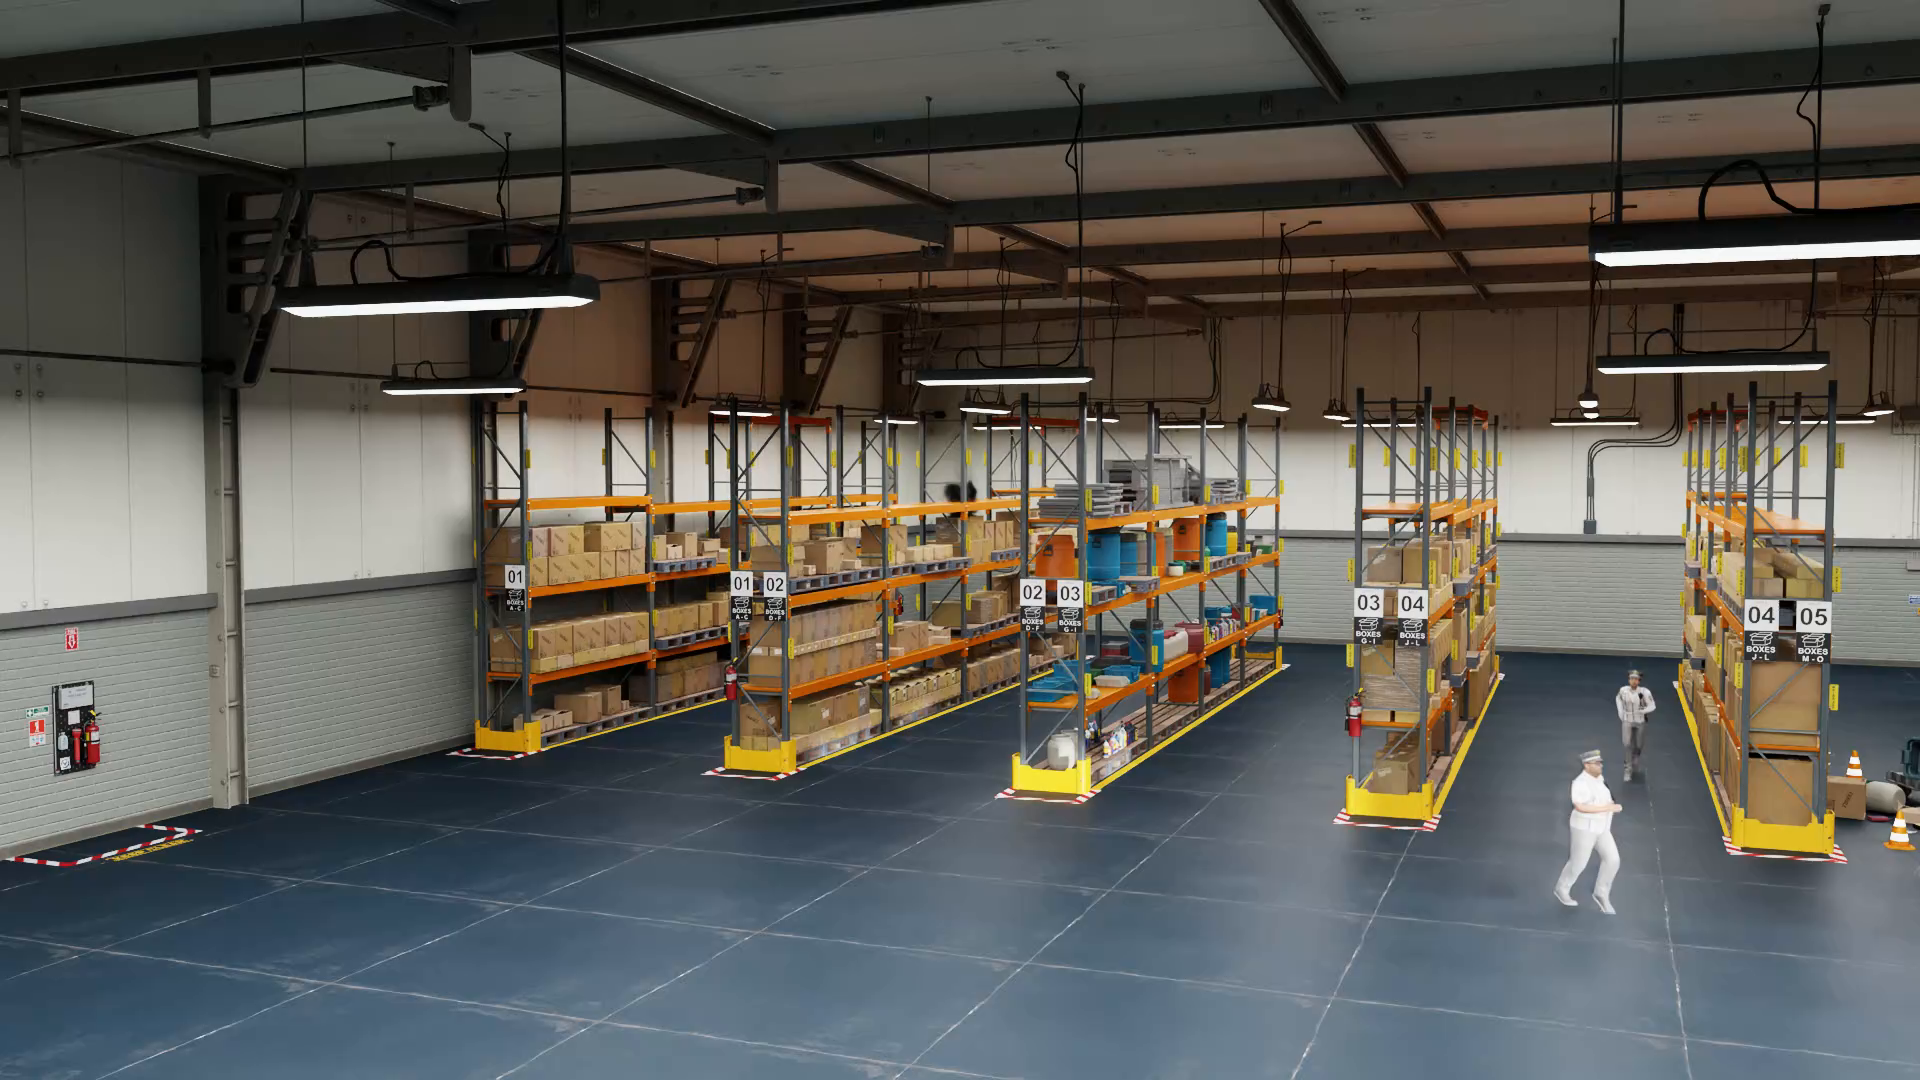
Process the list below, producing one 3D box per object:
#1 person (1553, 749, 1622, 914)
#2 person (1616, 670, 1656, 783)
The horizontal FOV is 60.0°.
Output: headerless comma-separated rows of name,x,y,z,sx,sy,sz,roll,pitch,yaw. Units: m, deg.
person,6.961,3.229,18.379,0.663,1.865,0.793,-2,3,-35
person,10.634,2.891,26.176,0.580,1.722,1.067,1,3,21
